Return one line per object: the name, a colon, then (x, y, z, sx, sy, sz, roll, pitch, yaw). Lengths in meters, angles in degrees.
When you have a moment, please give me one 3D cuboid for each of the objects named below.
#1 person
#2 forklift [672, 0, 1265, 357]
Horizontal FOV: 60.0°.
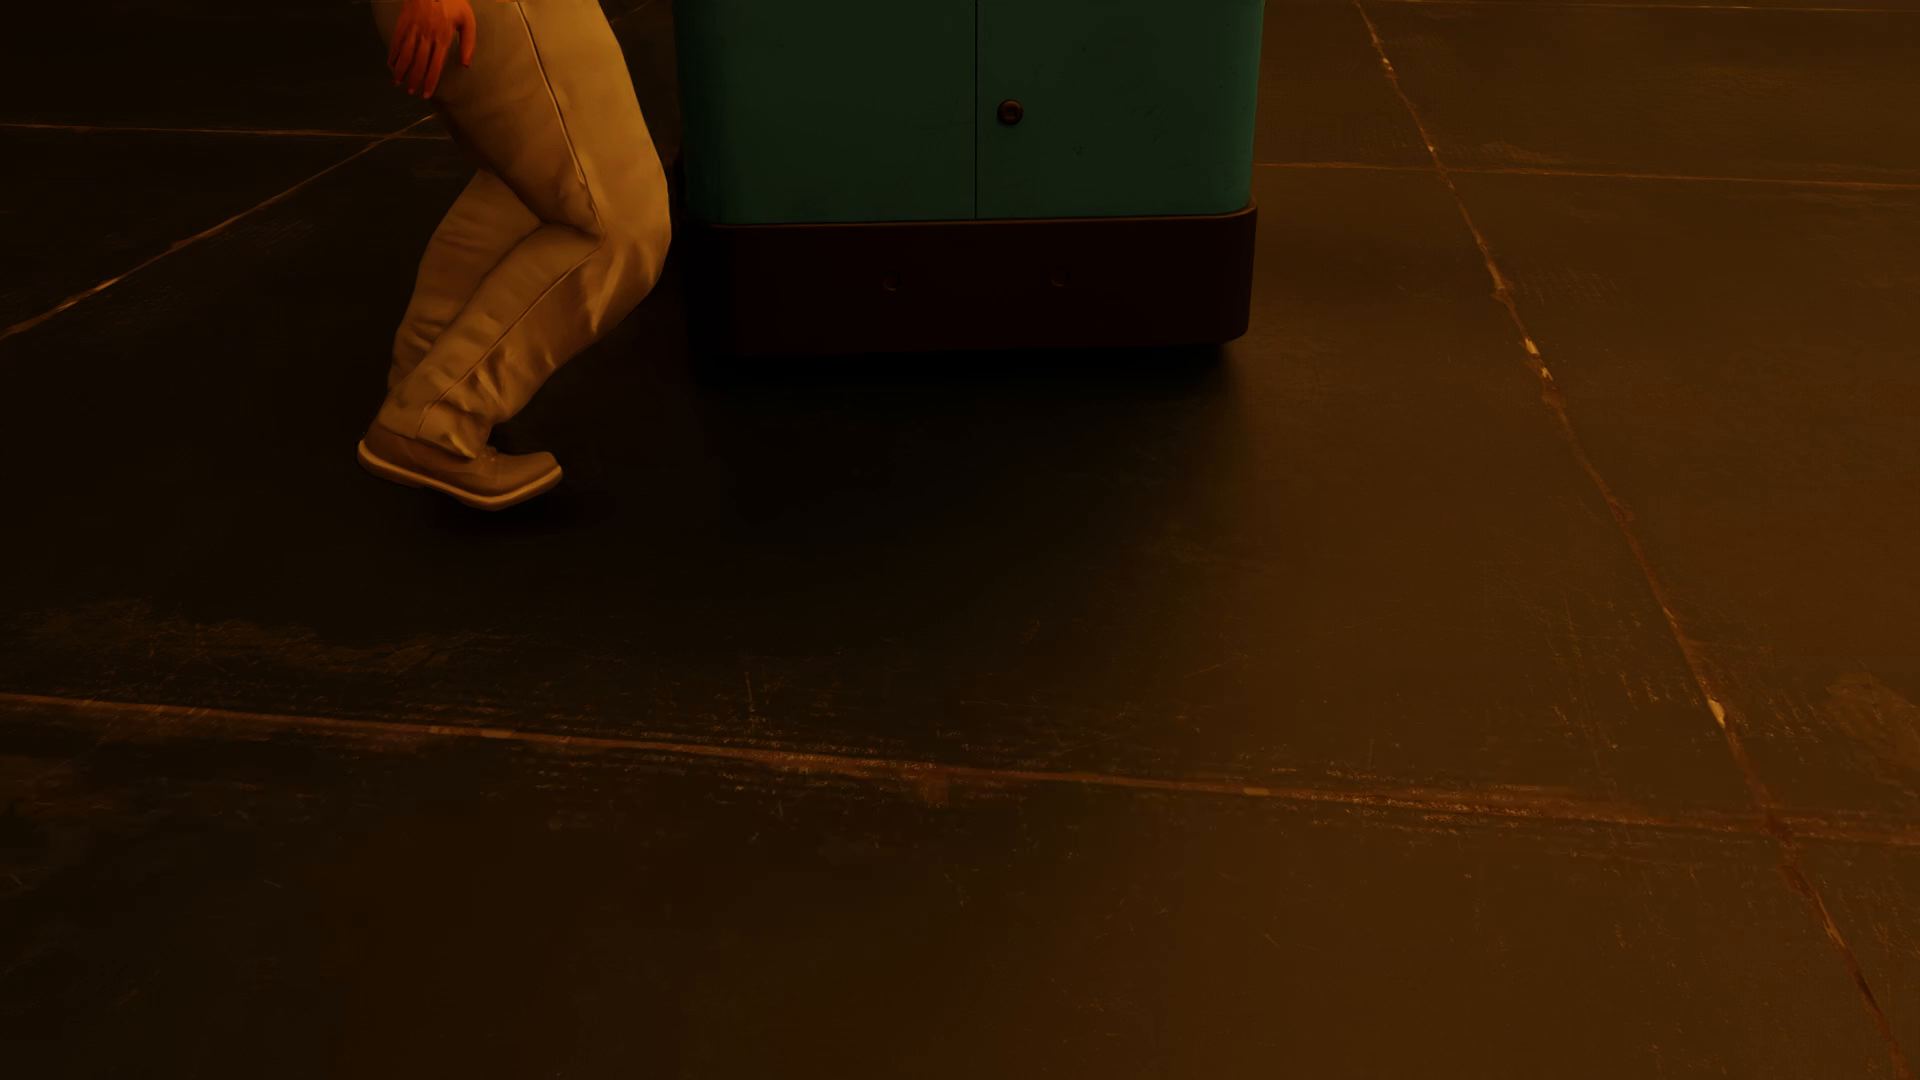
person: (-0.722, -0.819, 2.390, 0.484, 1.587, 0.834, -9, 28, -17)
forklift: (-0.087, -2.266, 3.758, 1.130, 2.935, 3.031, -2, 27, -4)
